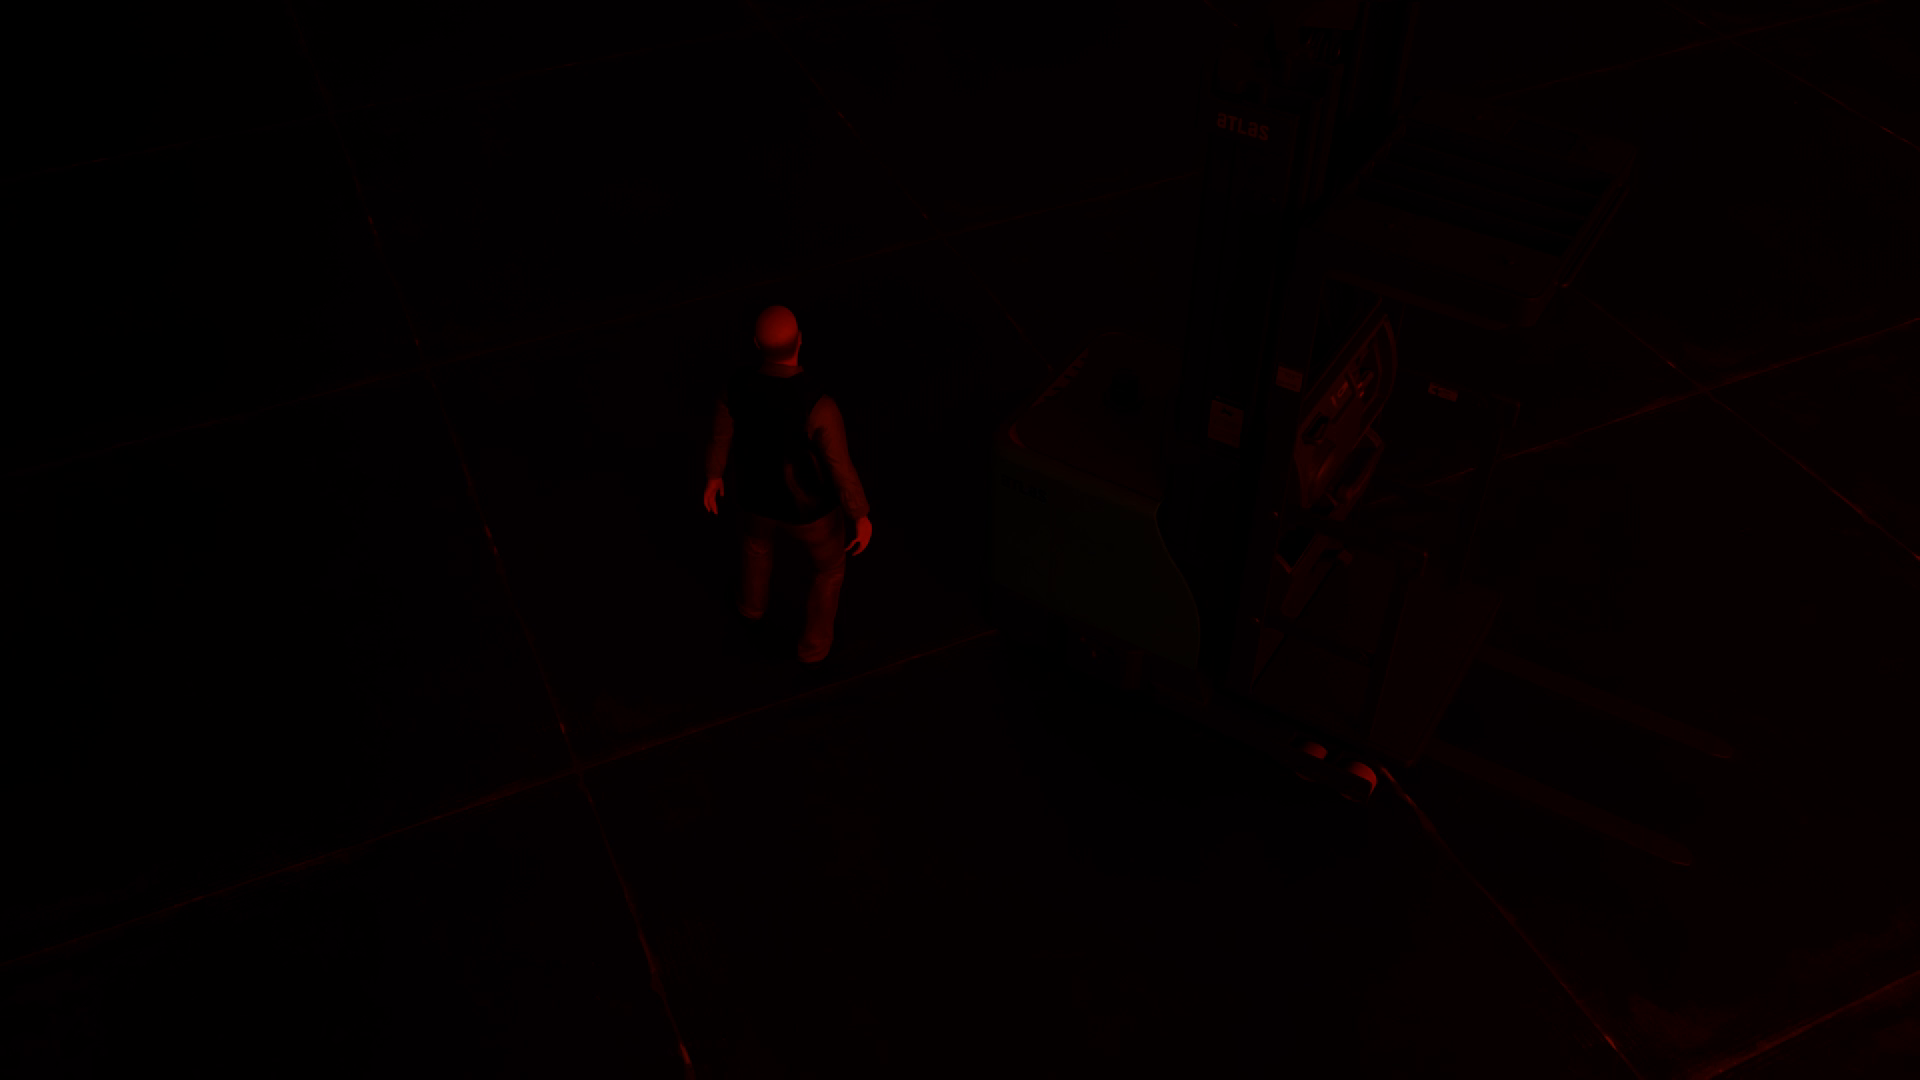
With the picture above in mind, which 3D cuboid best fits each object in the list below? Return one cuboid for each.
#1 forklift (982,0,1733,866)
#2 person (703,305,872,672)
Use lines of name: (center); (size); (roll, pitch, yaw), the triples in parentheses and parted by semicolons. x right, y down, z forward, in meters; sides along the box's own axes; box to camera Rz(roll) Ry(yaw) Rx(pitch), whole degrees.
forklift: (1.616, -0.437, 6.148); (3.031, 2.935, 1.130); (23, 48, 23)
person: (-0.721, -0.190, 6.804); (0.853, 1.694, 0.399); (16, 45, 17)
